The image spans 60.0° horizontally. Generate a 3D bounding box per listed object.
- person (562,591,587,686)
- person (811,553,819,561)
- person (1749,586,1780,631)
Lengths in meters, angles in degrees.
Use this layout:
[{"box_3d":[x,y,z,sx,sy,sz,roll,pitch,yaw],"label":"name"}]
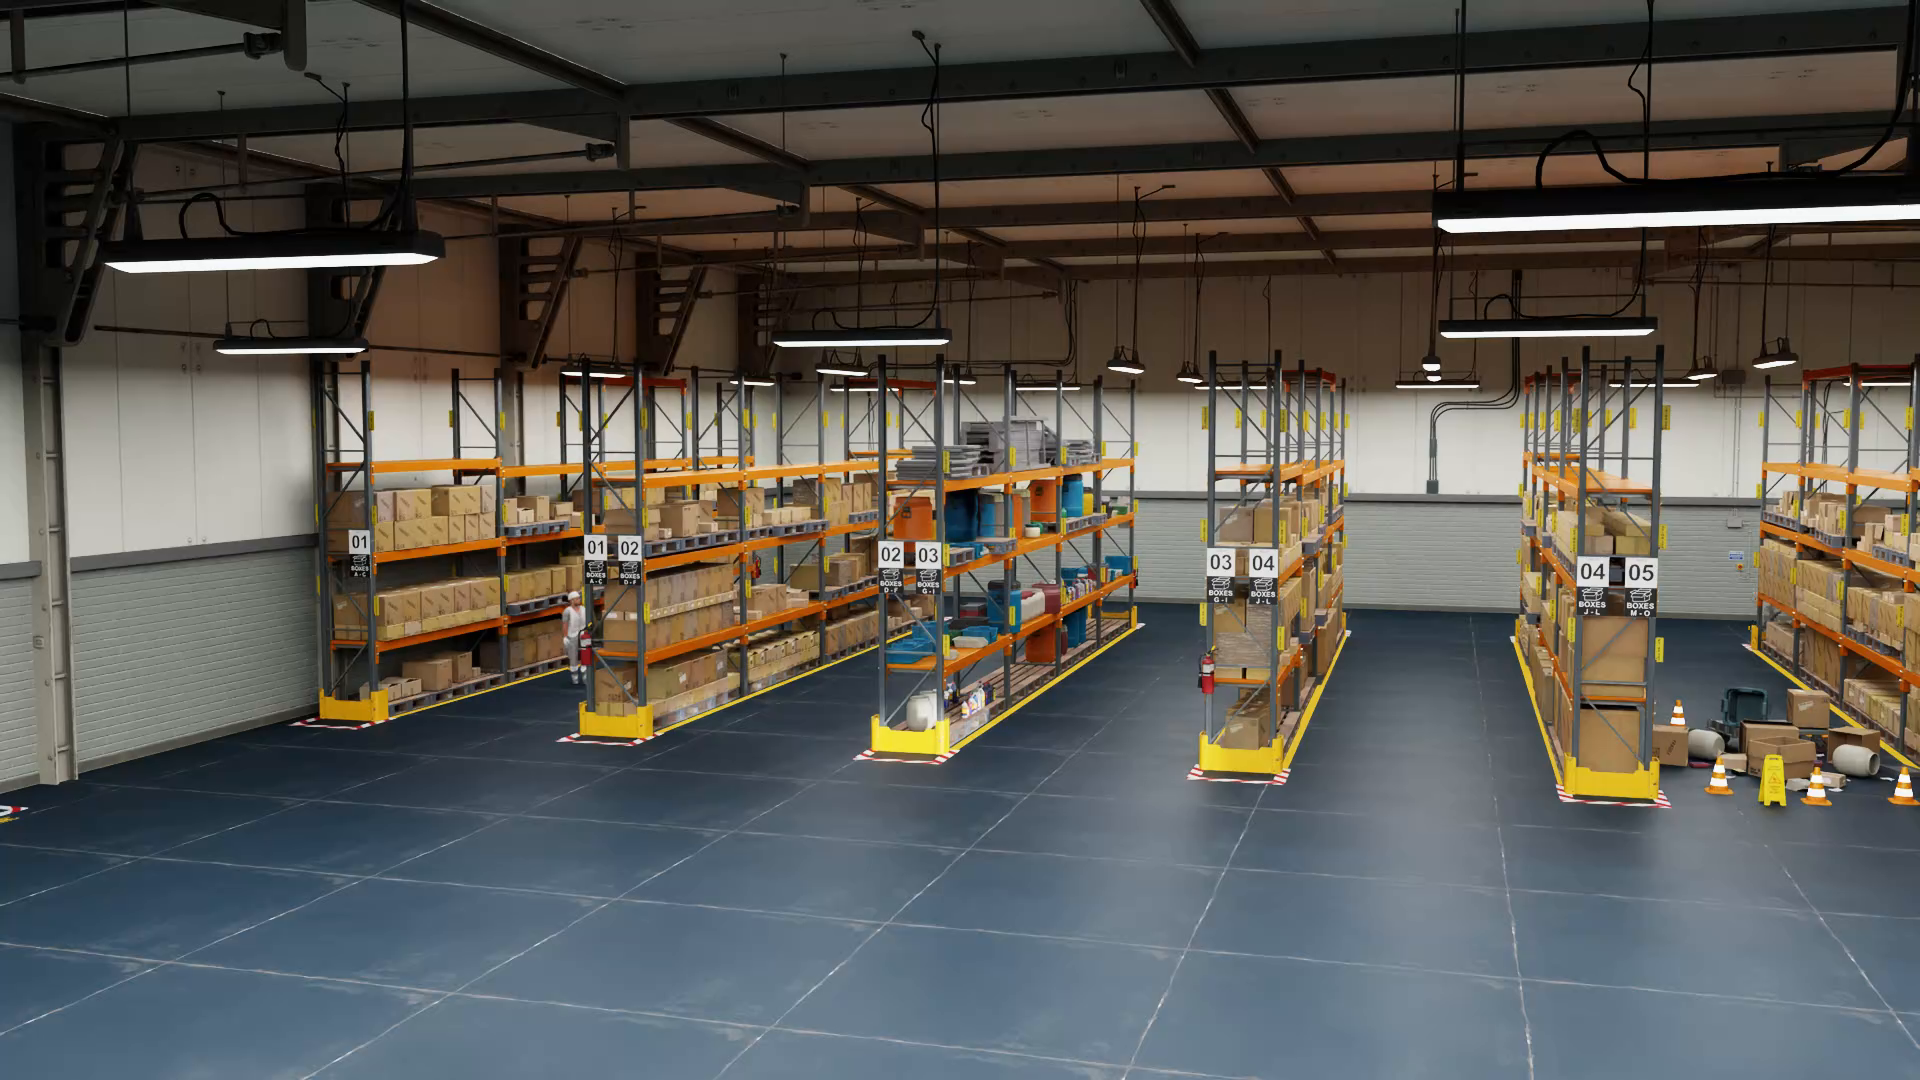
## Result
[{"box_3d":[-7.250,1.869,31.516,0.557,1.788,0.602,-2,4,-24],"label":"person"},{"box_3d":[-3.630,1.159,42.028,0.459,1.699,0.491,4,6,44],"label":"person"},{"box_3d":[19.113,1.370,39.521,0.856,1.570,0.415,0,4,-4],"label":"person"}]
